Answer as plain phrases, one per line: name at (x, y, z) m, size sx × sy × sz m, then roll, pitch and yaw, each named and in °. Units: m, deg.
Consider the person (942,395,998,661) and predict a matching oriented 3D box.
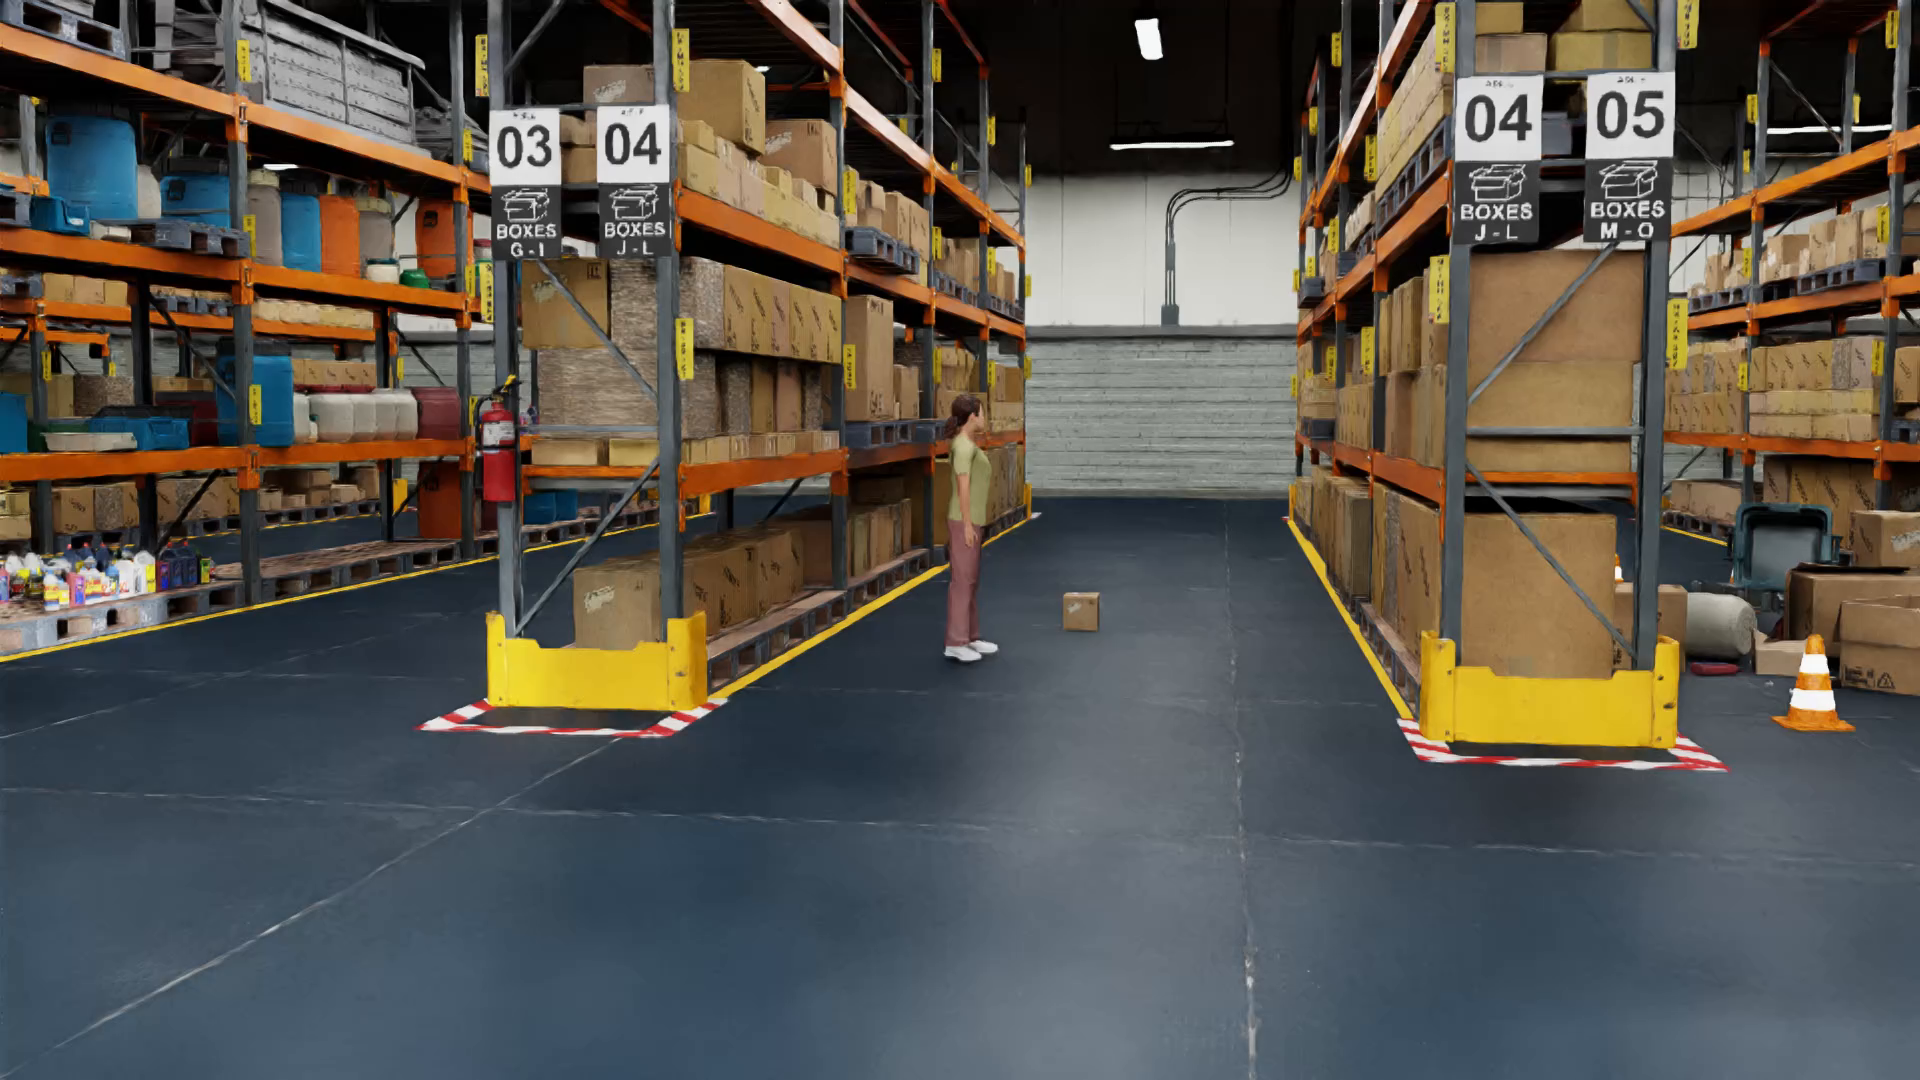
person at (0.071, -0.088, 10.663) m, size 0.358 × 1.680 × 0.525 m, roll 0°, pitch 5°, yaw 0°
